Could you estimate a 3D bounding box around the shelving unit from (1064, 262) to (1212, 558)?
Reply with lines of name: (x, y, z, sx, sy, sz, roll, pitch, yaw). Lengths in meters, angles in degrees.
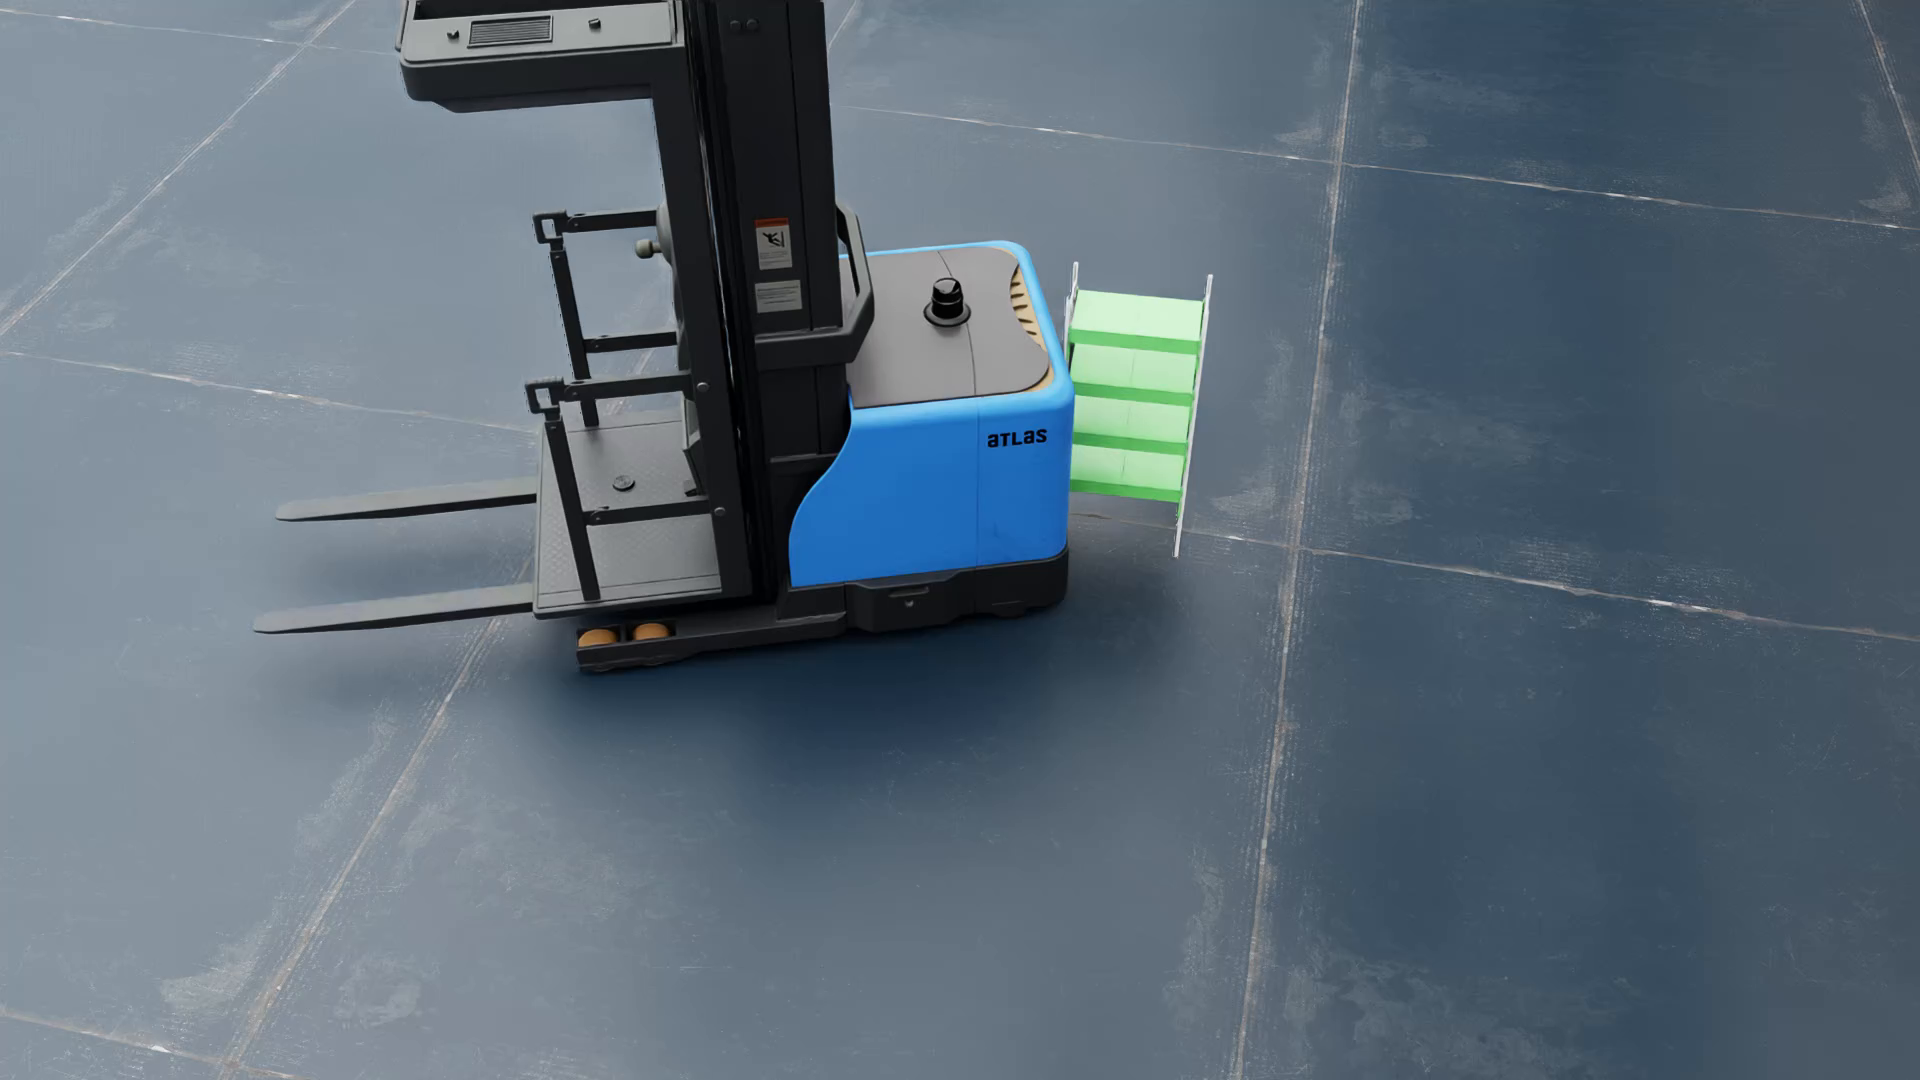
shelving unit: (0.646, -0.472, 6.375, 0.503, 1.200, 0.258, 7, 44, 7)

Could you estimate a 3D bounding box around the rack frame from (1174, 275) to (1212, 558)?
rack frame: (0.887, -0.445, 6.347, 0.015, 1.200, 0.240, 7, 44, 7)

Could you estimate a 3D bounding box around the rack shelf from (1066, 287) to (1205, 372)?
rack shelf: (0.646, -0.772, 6.087, 0.480, 0.148, 0.258, 7, 44, 7)

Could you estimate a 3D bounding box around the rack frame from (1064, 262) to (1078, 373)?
rack frame: (0.405, -0.500, 6.404, 0.015, 1.200, 0.240, 7, 44, 7)

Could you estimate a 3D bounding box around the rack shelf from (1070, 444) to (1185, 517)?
rack shelf: (0.646, -0.253, 6.586, 0.480, 0.148, 0.258, 7, 44, 7)

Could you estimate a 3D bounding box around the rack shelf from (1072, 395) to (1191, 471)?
rack shelf: (0.646, -0.426, 6.420, 0.480, 0.148, 0.258, 7, 44, 7)

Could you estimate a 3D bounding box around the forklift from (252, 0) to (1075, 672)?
forklift: (-1.147, -0.958, 5.632, 3.031, 2.935, 1.130, -6, 44, -7)

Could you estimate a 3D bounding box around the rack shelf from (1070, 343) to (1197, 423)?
rack shelf: (0.646, -0.599, 6.253, 0.480, 0.148, 0.258, 7, 44, 7)
